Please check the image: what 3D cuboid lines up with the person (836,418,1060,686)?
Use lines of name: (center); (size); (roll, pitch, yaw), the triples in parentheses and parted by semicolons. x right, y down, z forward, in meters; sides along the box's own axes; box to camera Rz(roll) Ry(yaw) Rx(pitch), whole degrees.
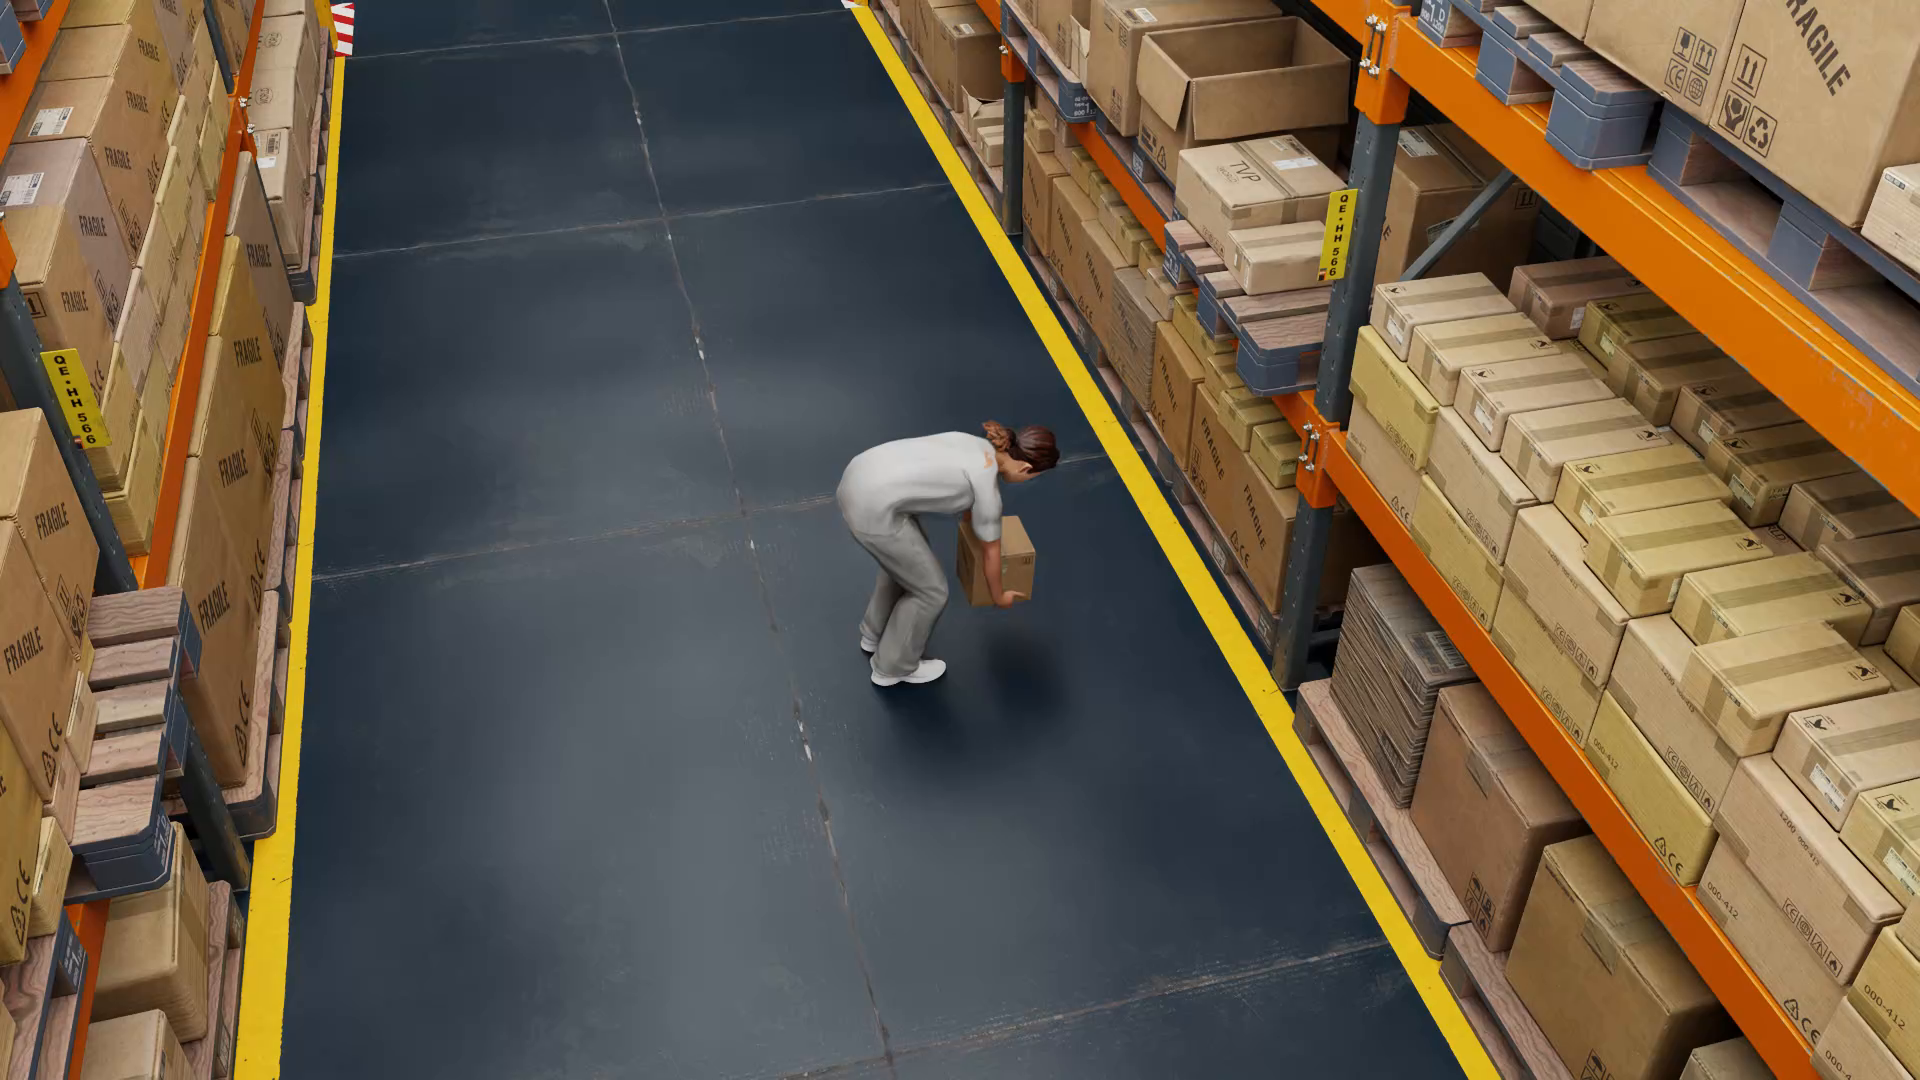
person: (-0.038, 0.034, 6.598); (0.873, 1.074, 0.431); (-11, 40, -13)
